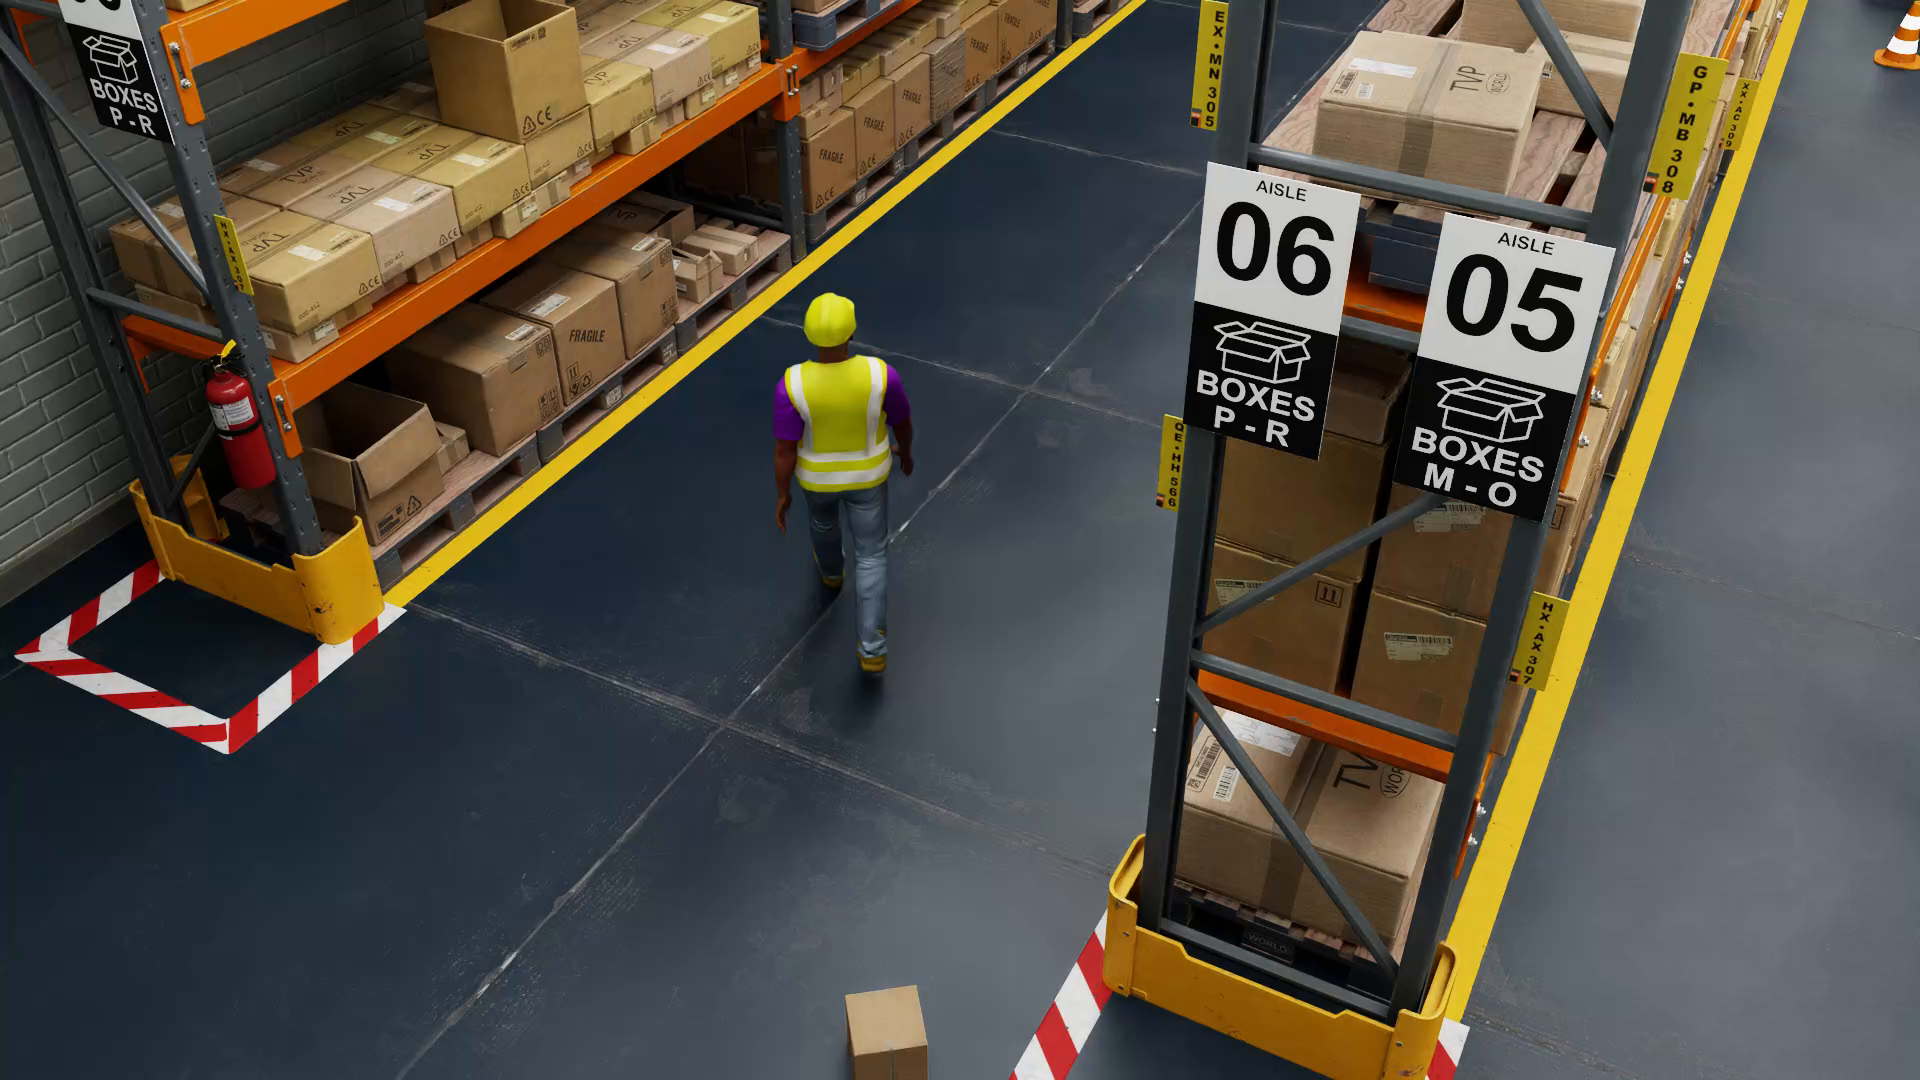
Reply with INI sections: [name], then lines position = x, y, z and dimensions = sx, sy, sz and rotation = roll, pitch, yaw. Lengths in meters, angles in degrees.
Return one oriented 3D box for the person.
[person]
position = -0.497, -0.314, 7.147
dimensions = 0.602, 1.722, 1.054
rotation = -2, 38, -2
